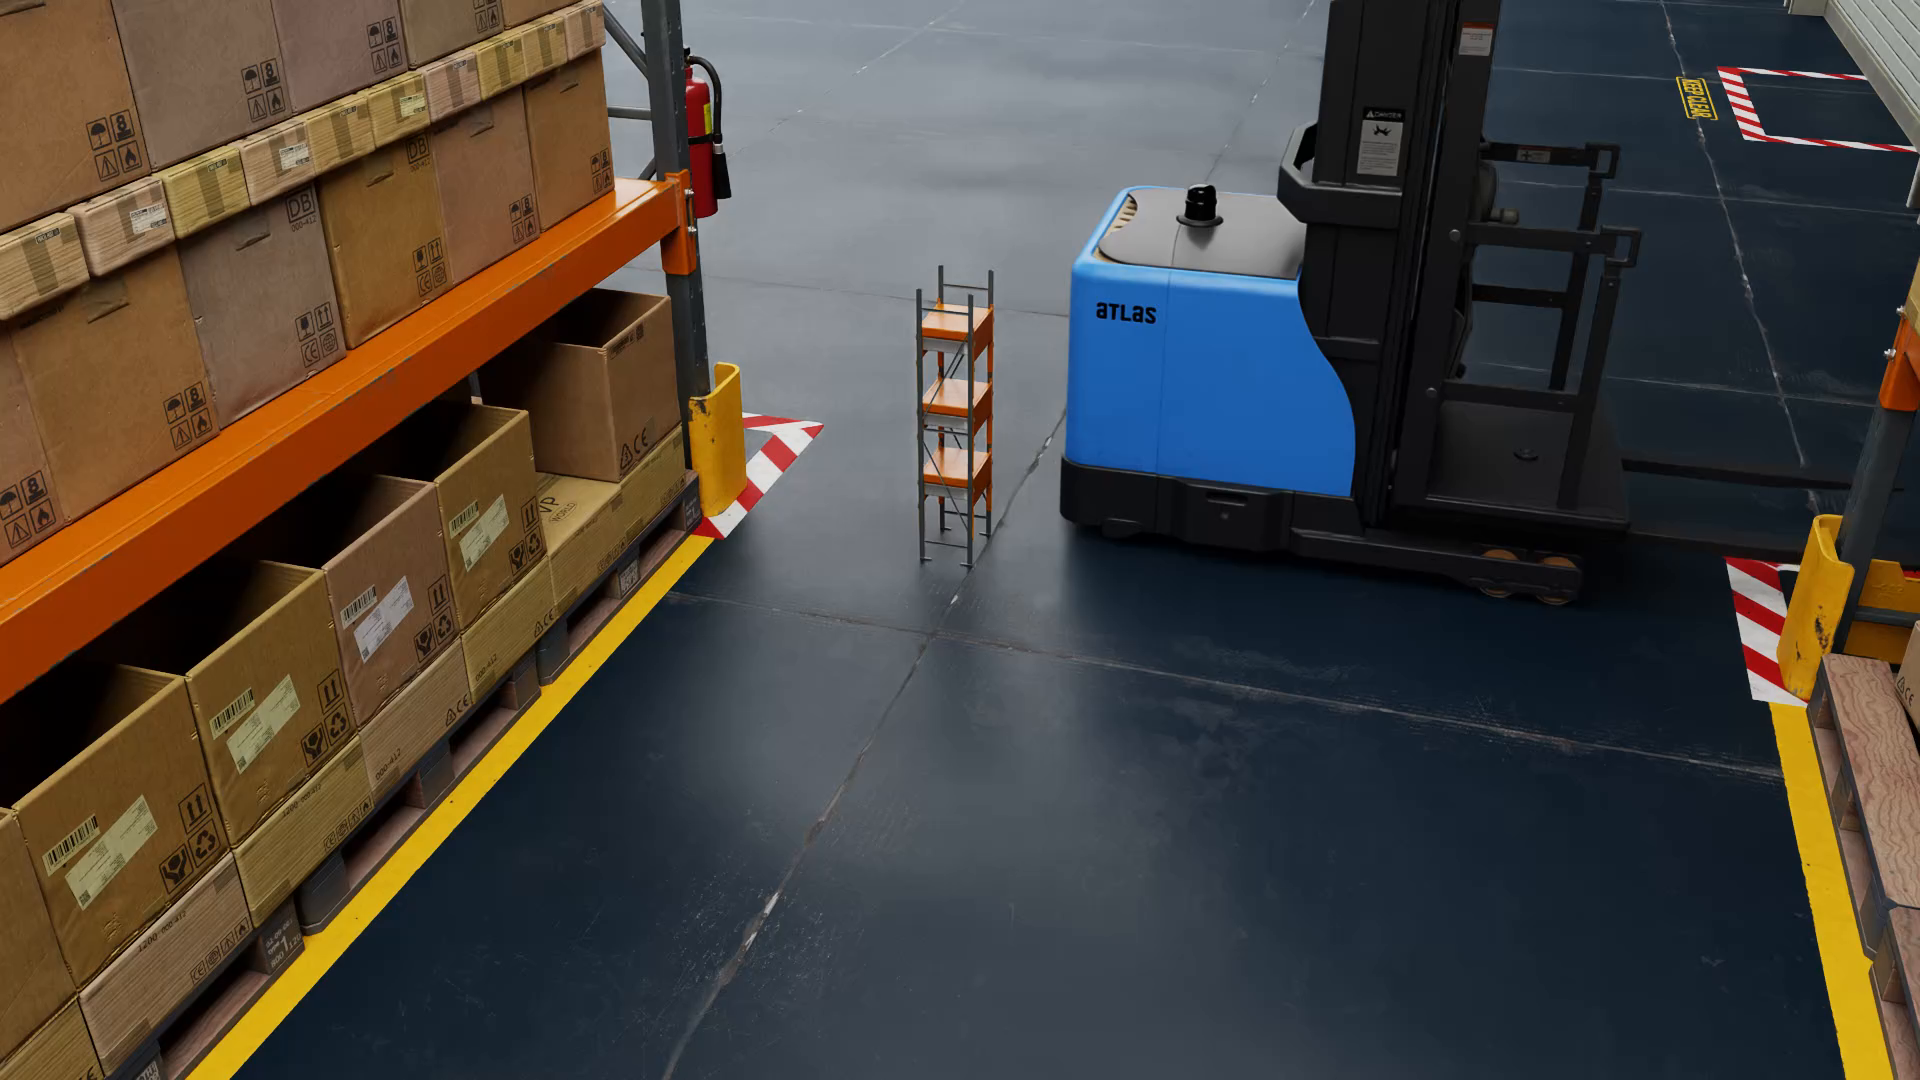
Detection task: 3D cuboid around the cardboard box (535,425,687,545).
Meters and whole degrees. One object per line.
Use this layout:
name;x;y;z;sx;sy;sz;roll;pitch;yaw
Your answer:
cardboard box;-1.325;-0.232;5.978;0.500;0.250;0.500;8;30;15

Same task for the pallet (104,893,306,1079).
pallet;-2.350;1.172;3.926;1.003;0.211;1.213;8;30;15

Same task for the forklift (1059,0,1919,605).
forklift;1.952;-1.340;5.645;3.031;2.935;1.130;8;30;13

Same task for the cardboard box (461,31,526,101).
cardboard box;-1.530;-1.423;4.953;0.380;0.149;0.250;8;30;14

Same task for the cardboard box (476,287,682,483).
cardboard box;-1.323;-0.560;5.796;0.500;0.500;0.500;8;30;15

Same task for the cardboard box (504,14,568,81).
cardboard box;-1.455;-1.542;5.167;0.380;0.149;0.250;9;30;16

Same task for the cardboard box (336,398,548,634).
cardboard box;-1.602;-0.093;4.956;0.500;0.500;0.500;8;30;15

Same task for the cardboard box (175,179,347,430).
cardboard box;-2.051;-0.650;4.231;0.700;0.500;0.500;9;30;16

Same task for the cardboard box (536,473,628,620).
cardboard box;-1.460;0.002;5.558;0.500;0.250;0.500;8;30;15

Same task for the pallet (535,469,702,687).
pallet;-1.634;0.038;5.964;1.003;0.211;1.213;8;30;15

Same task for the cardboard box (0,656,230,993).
cardboard box;-2.049;0.603;3.705;0.500;0.500;0.500;8;30;15

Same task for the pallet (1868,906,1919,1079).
pallet;2.632;1.355;3.597;1.003;0.211;1.213;8;30;15

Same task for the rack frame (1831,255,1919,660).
rack frame;3.287;-0.837;4.668;1.000;3.000;0.127;8;30;15

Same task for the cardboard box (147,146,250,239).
cardboard box;-1.908;-0.828;3.882;0.380;0.149;0.250;8;30;14

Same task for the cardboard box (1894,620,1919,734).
cardboard box;2.998;0.455;4.660;0.500;0.311;0.500;5;30;9

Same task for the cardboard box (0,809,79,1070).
cardboard box;-2.188;0.837;3.285;0.500;0.500;0.500;8;30;15

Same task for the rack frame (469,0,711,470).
rack frame;-1.450;-1.542;5.936;1.000;3.000;0.127;8;30;15

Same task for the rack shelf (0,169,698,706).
rack shelf;-2.037;-0.298;4.440;1.077;0.370;4.000;8;30;15

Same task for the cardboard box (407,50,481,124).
cardboard box;-1.606;-1.307;4.744;0.380;0.149;0.250;9;30;16

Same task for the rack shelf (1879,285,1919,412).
rack shelf;2.700;0.407;3.172;1.077;0.370;4.000;8;30;15

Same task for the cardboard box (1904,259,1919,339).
cardboard box;2.840;-0.598;4.374;0.500;0.250;0.500;8;30;13

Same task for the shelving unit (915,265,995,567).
shelving unit;-0.016;-0.434;5.950;0.215;1.050;0.252;8;30;15

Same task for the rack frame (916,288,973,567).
rack frame;-0.052;-0.377;5.848;0.200;1.050;0.008;8;30;15

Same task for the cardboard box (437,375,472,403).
cardboard box;-1.965;-0.401;5.511;0.500;0.500;0.500;8;30;15

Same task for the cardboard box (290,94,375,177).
cardboard box;-1.758;-1.062;4.304;0.380;0.149;0.250;9;30;16

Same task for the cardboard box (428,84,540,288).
cardboard box;-1.748;-1.126;5.085;0.700;0.500;0.500;9;30;16

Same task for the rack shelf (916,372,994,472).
rack shelf;-0.016;-0.425;5.955;0.215;0.259;0.240;8;30;15

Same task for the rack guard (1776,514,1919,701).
rack guard;3.265;0.291;5.213;1.175;0.500;0.348;8;30;15

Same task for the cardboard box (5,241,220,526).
cardboard box;-2.200;-0.412;3.803;0.700;0.500;0.500;9;30;16

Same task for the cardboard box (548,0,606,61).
cardboard box;-1.380;-1.664;5.386;0.380;0.149;0.250;8;30;14

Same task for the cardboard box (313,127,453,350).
cardboard box;-1.900;-0.896;4.672;0.700;0.500;0.500;9;30;15

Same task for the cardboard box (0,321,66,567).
cardboard box;-2.351;-0.180;3.385;0.700;0.500;0.500;8;30;14

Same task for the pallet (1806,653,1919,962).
pallet;2.992;0.790;4.613;1.003;0.211;1.213;8;30;15

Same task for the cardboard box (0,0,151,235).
cardboard box;-2.205;-0.968;3.468;0.700;0.500;0.500;8;30;15

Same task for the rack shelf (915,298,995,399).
rack shelf;-0.016;-0.673;5.817;0.215;0.259;0.240;8;30;15

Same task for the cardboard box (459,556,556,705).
cardboard box;-1.605;0.234;5.140;0.500;0.250;0.500;8;30;15

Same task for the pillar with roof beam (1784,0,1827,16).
pillar with roof beam;3.315;-9.200;13.532;9.100;9.000;0.400;8;30;15

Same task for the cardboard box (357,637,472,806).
cardboard box;-1.753;0.467;4.722;0.500;0.250;0.500;8;30;15

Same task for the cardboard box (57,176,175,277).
cardboard box;-1.985;-0.707;3.665;0.380;0.149;0.250;8;30;13

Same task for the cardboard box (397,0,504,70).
cardboard box;-1.764;-1.667;4.725;0.700;0.500;0.500;8;30;14

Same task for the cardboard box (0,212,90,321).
cardboard box;-2.061;-0.582;3.441;0.380;0.149;0.250;7;30;13

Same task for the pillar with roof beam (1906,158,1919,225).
pillar with roof beam;1.554;-6.412;8.520;9.100;9.000;0.400;8;30;15

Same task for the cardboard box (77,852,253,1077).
cardboard box;-2.046;0.931;3.887;0.500;0.250;0.500;8;30;15

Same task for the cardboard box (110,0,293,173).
cardboard box;-2.058;-1.200;3.885;0.700;0.500;0.500;9;30;15

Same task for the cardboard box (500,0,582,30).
cardboard box;-1.614;-1.913;5.165;0.700;0.500;0.500;9;30;15

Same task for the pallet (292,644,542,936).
pallet;-1.994;0.603;4.948;1.003;0.211;1.213;8;30;15

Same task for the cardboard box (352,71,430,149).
cardboard box;-1.683;-1.185;4.524;0.380;0.149;0.250;9;30;16

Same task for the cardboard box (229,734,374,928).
cardboard box;-1.894;0.700;4.303;0.500;0.250;0.500;8;30;15

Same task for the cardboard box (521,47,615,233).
cardboard box;-1.599;-1.370;5.525;0.700;0.500;0.500;9;30;15

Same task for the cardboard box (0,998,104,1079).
cardboard box;-2.198;1.163;3.470;0.500;0.250;0.500;8;30;15

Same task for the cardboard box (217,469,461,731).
cardboard box;-1.750;0.139;4.539;0.500;0.500;0.500;8;30;15

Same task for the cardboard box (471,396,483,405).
cardboard box;-1.820;-0.306;6.111;0.500;0.250;0.500;8;30;15

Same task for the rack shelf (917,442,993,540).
rack shelf;-0.016;-0.182;6.090;0.215;0.259;0.240;8;30;15

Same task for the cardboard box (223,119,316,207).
cardboard box;-1.833;-0.943;4.089;0.380;0.149;0.250;8;30;14

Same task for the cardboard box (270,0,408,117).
cardboard box;-1.911;-1.433;4.303;0.700;0.500;0.500;9;30;15

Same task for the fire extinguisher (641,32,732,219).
fire extinguisher;-0.971;-1.497;5.934;0.296;0.674;0.183;8;30;15

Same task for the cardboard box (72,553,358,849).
cardboard box;-1.895;0.372;4.121;0.500;0.500;0.500;8;30;15

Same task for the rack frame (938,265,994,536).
rack frame;0.020;-0.491;6.052;0.200;1.050;0.008;8;30;15

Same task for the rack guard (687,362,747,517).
rack guard;-1.443;-0.461;6.564;1.175;0.500;0.348;8;30;15
